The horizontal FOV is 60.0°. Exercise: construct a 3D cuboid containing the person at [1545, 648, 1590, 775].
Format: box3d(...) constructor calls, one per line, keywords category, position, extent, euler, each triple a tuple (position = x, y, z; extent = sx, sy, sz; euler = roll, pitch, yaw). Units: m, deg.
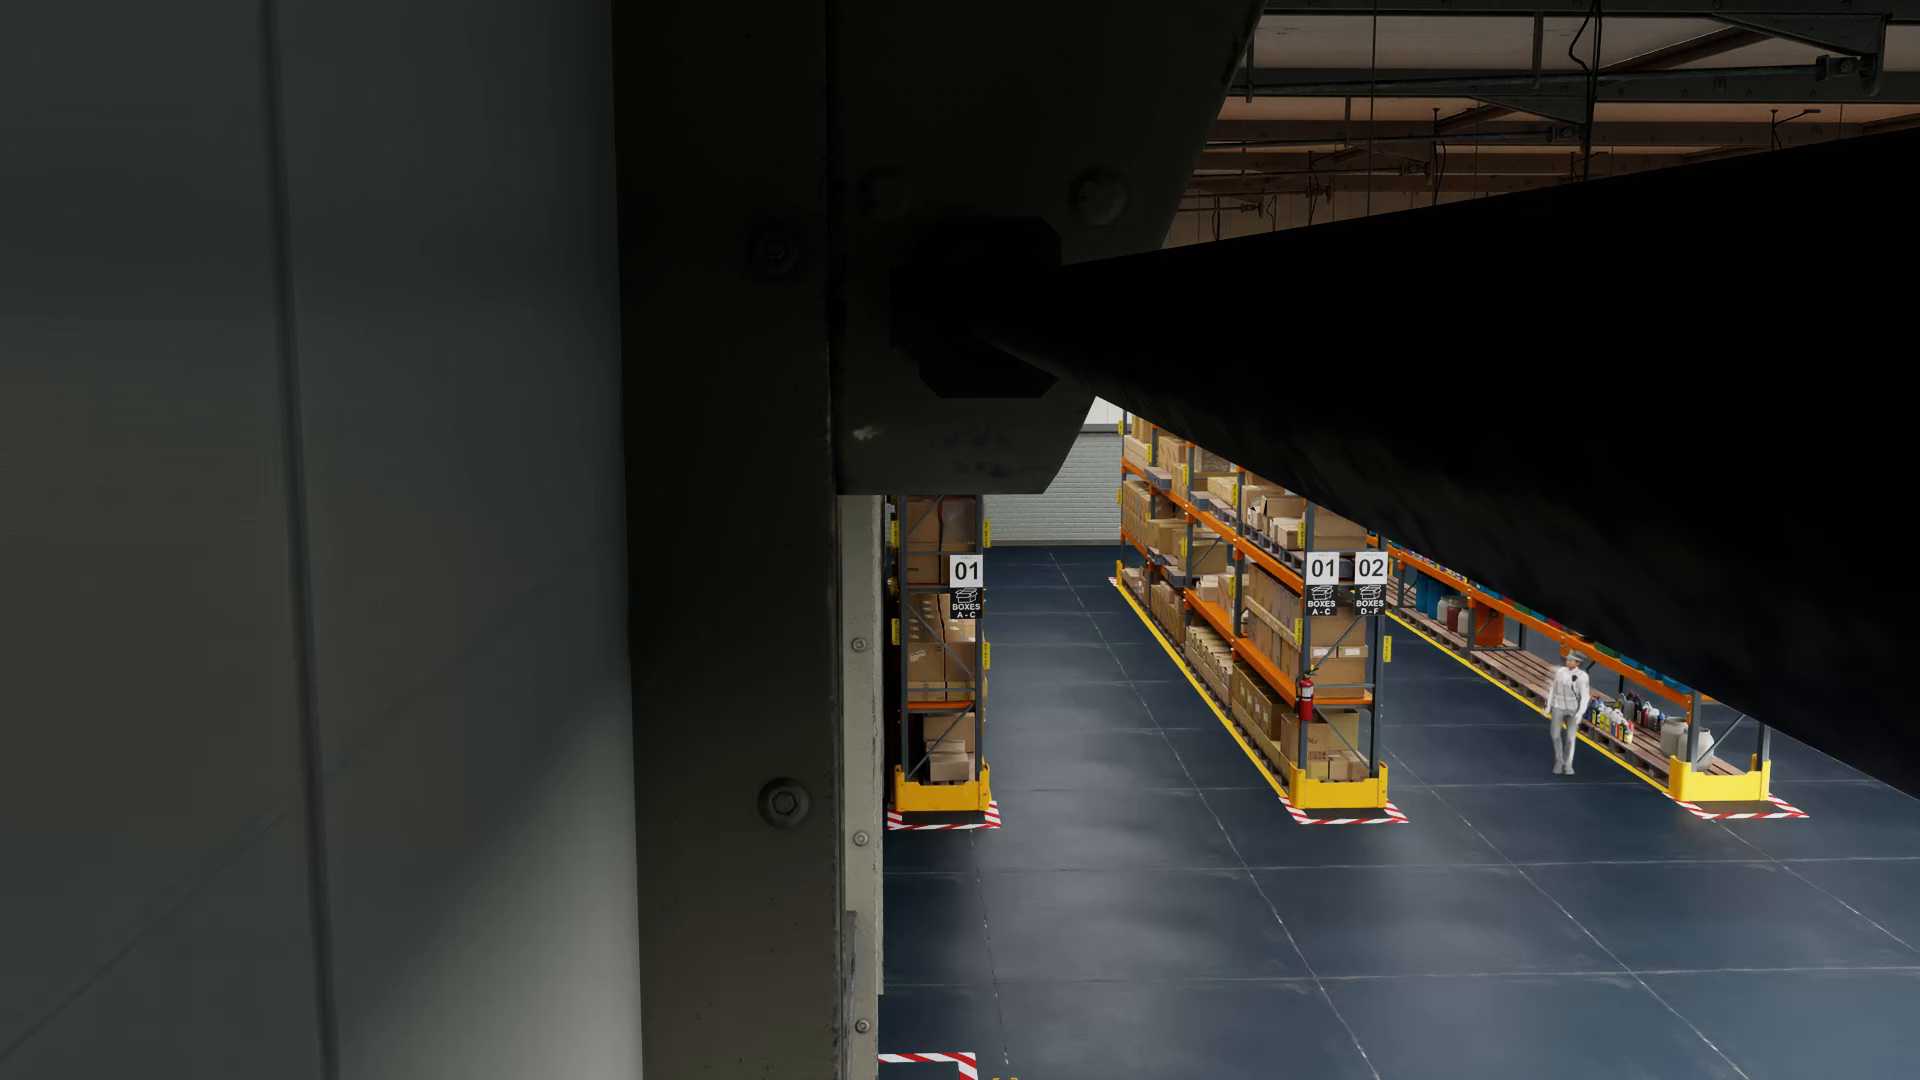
box3d(category="person", position=(8.021, 2.294, 21.979), extent=(0.542, 1.733, 0.538), euler=(3, 9, 19))
